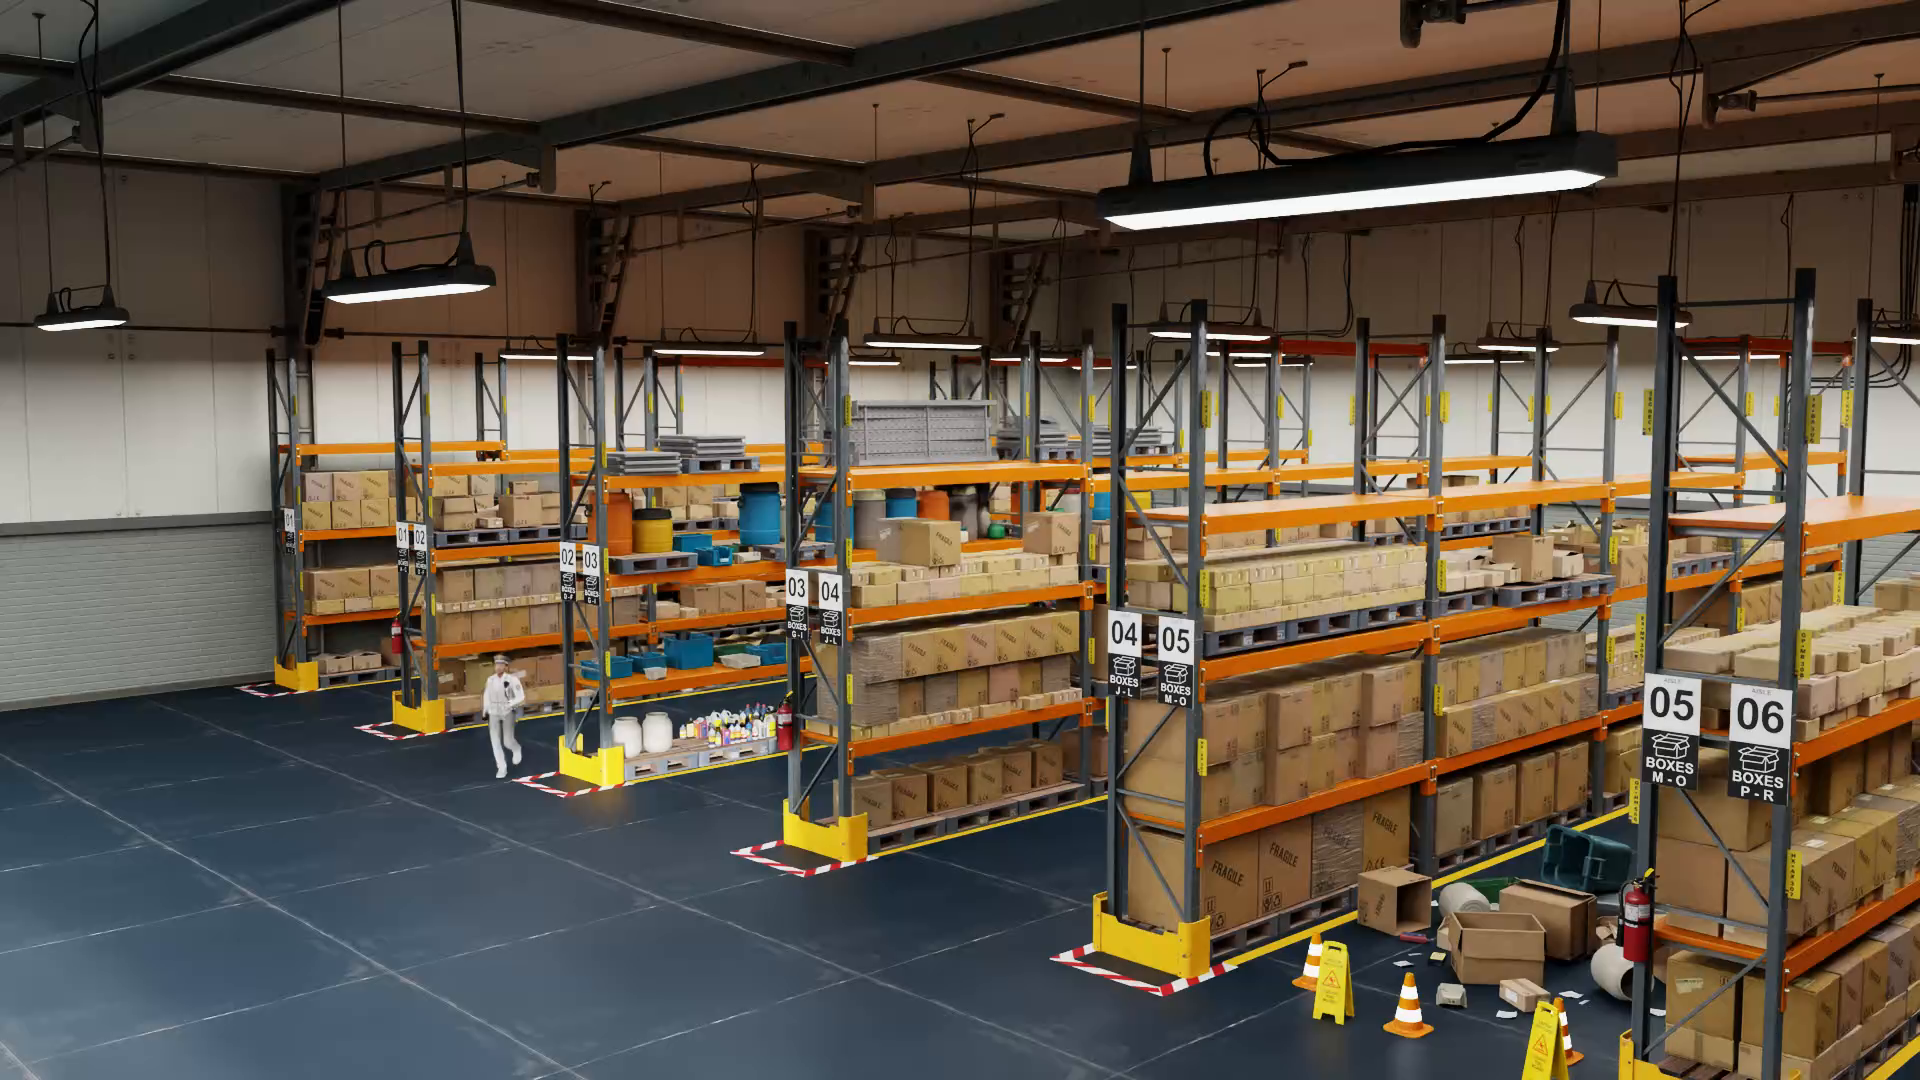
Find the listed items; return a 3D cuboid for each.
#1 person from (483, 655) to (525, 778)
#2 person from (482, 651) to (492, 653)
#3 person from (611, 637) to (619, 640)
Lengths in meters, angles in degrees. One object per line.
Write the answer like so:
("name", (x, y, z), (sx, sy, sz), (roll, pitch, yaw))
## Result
("person", (-6.232, 2.373, 22.693), (0.613, 1.659, 0.678), (1, 5, 6))
("person", (-8.238, 1.812, 29.034), (0.555, 1.714, 0.805), (2, 5, 25))
("person", (-6.390, 1.666, 30.223), (0.782, 1.709, 0.740), (-5, 7, -43))
